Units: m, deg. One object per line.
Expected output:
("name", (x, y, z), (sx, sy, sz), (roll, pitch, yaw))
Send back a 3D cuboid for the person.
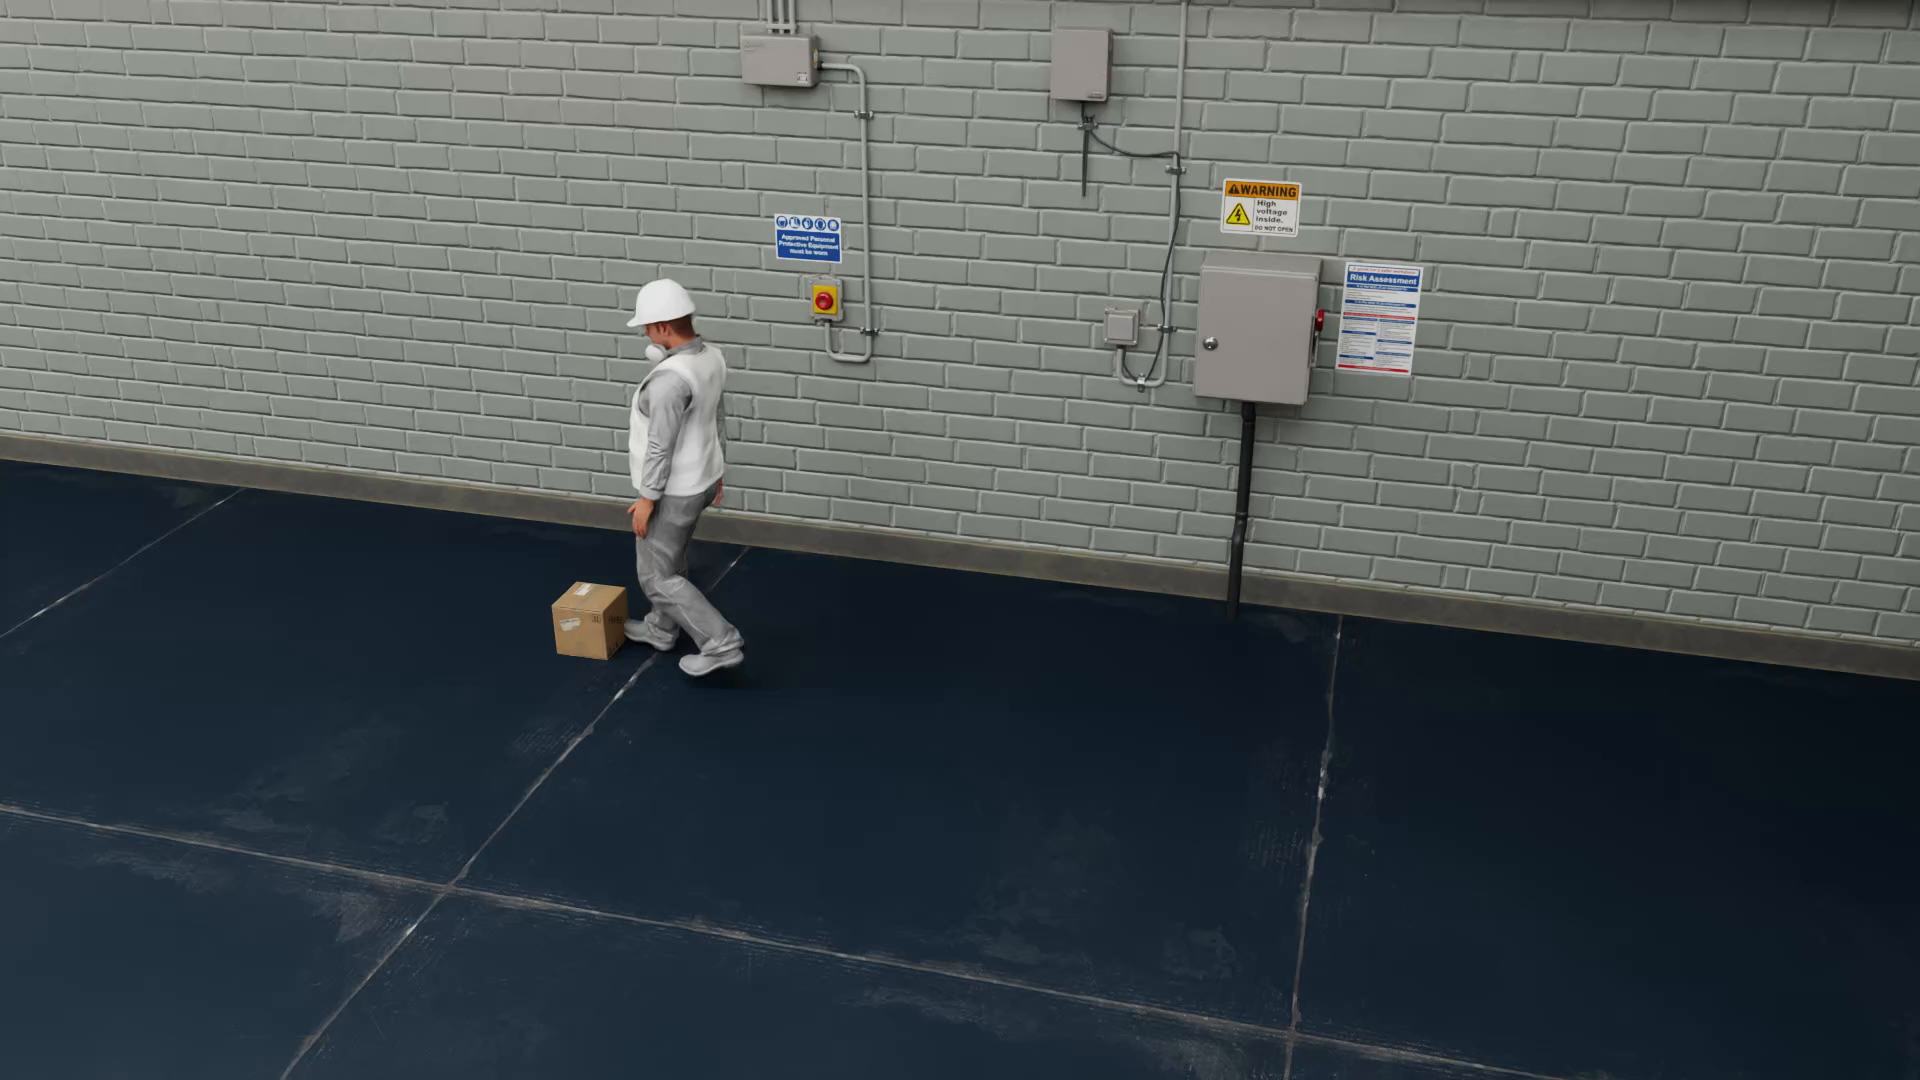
("person", (-1.250, -0.251, 7.091), (0.736, 1.757, 0.572), (7, 26, 14))
